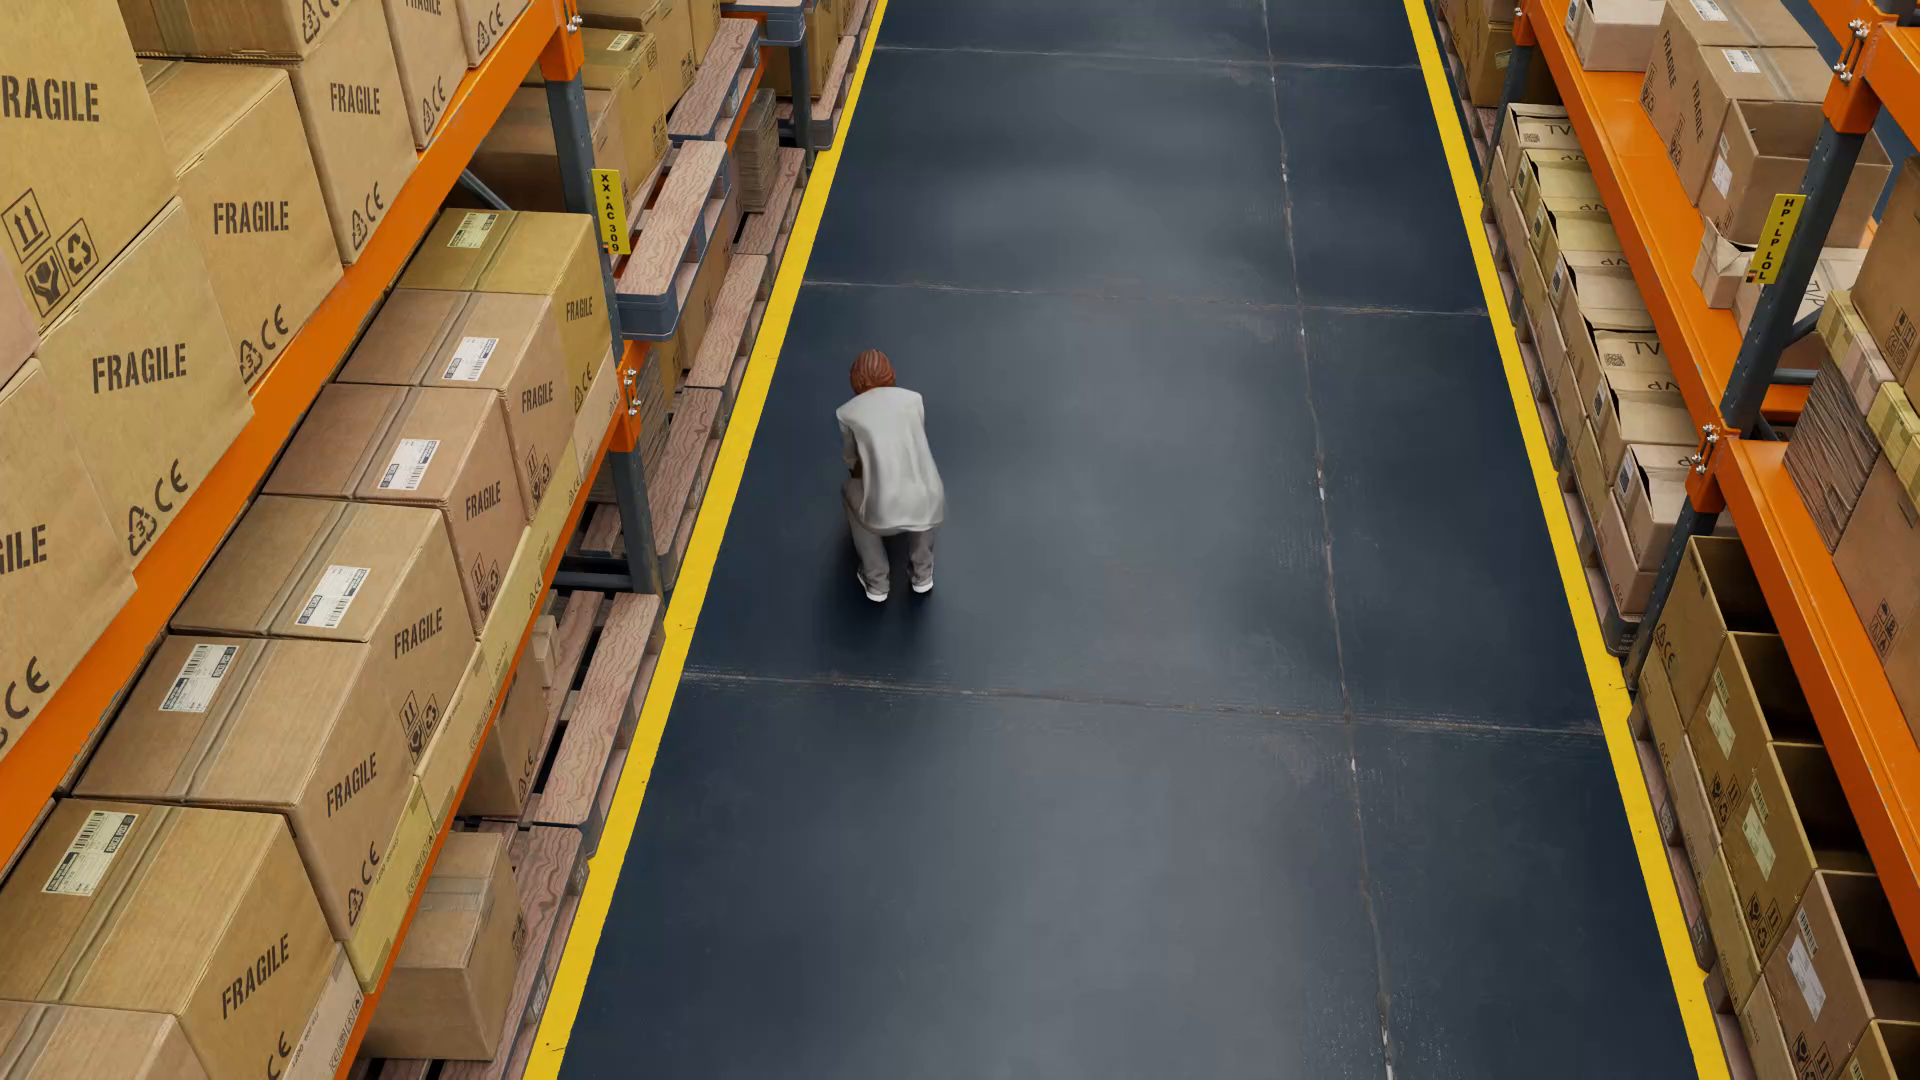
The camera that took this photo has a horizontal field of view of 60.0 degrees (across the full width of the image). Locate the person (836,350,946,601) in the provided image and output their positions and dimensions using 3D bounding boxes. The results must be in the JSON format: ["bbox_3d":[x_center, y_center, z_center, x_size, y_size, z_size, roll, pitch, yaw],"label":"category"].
[{"bbox_3d":[-0.289,-0.241,6.991,0.421,0.892,0.859,-6,41,-7],"label":"person"}]
